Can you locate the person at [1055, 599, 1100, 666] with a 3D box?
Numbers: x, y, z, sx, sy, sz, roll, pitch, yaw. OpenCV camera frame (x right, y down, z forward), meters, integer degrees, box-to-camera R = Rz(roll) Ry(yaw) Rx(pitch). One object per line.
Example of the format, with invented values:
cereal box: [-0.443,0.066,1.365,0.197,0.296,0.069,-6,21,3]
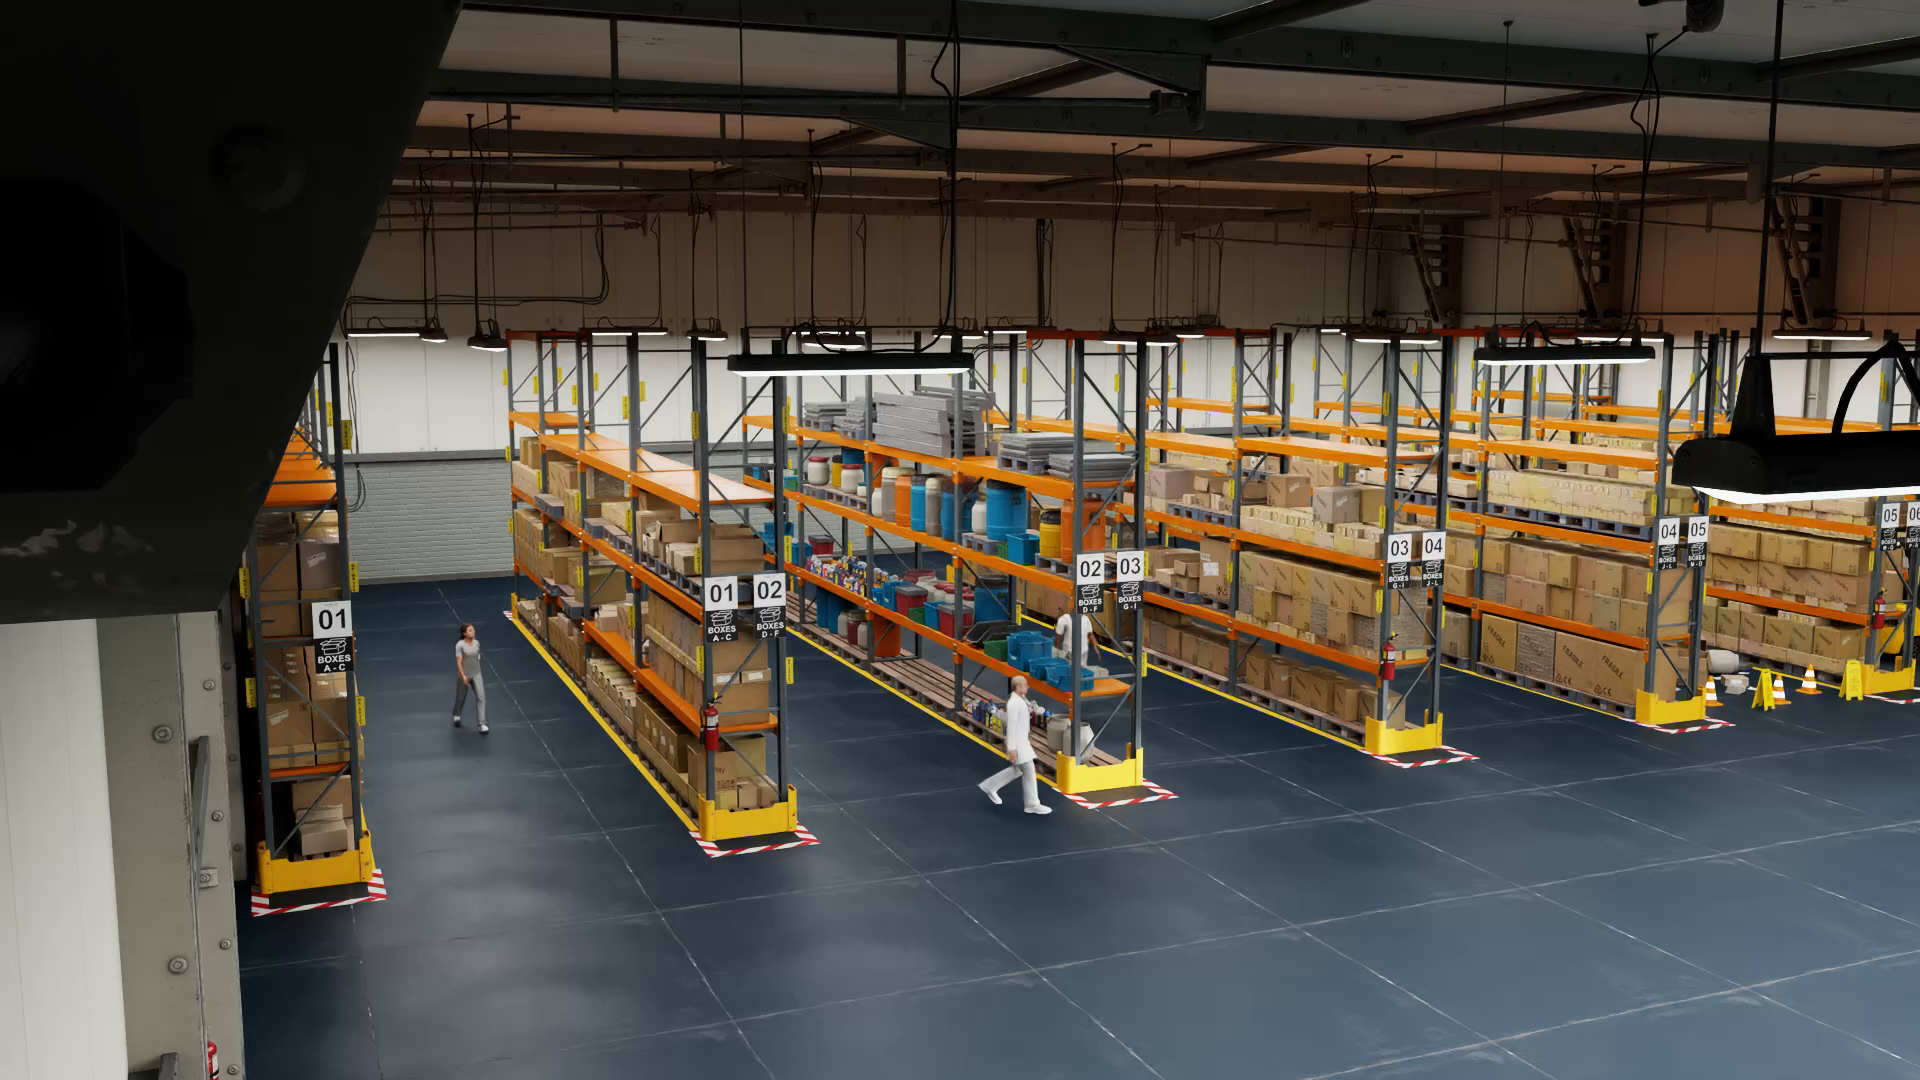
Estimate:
person: [1.882,1.701,26.275,0.589,1.597,1.028,-4,9,-28]

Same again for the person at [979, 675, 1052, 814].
person: [0.712,2.581,21.201,0.965,1.749,0.644,1,8,10]

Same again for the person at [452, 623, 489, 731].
person: [-7.499,2.067,25.368,0.407,1.623,1.019,-5,9,-32]
